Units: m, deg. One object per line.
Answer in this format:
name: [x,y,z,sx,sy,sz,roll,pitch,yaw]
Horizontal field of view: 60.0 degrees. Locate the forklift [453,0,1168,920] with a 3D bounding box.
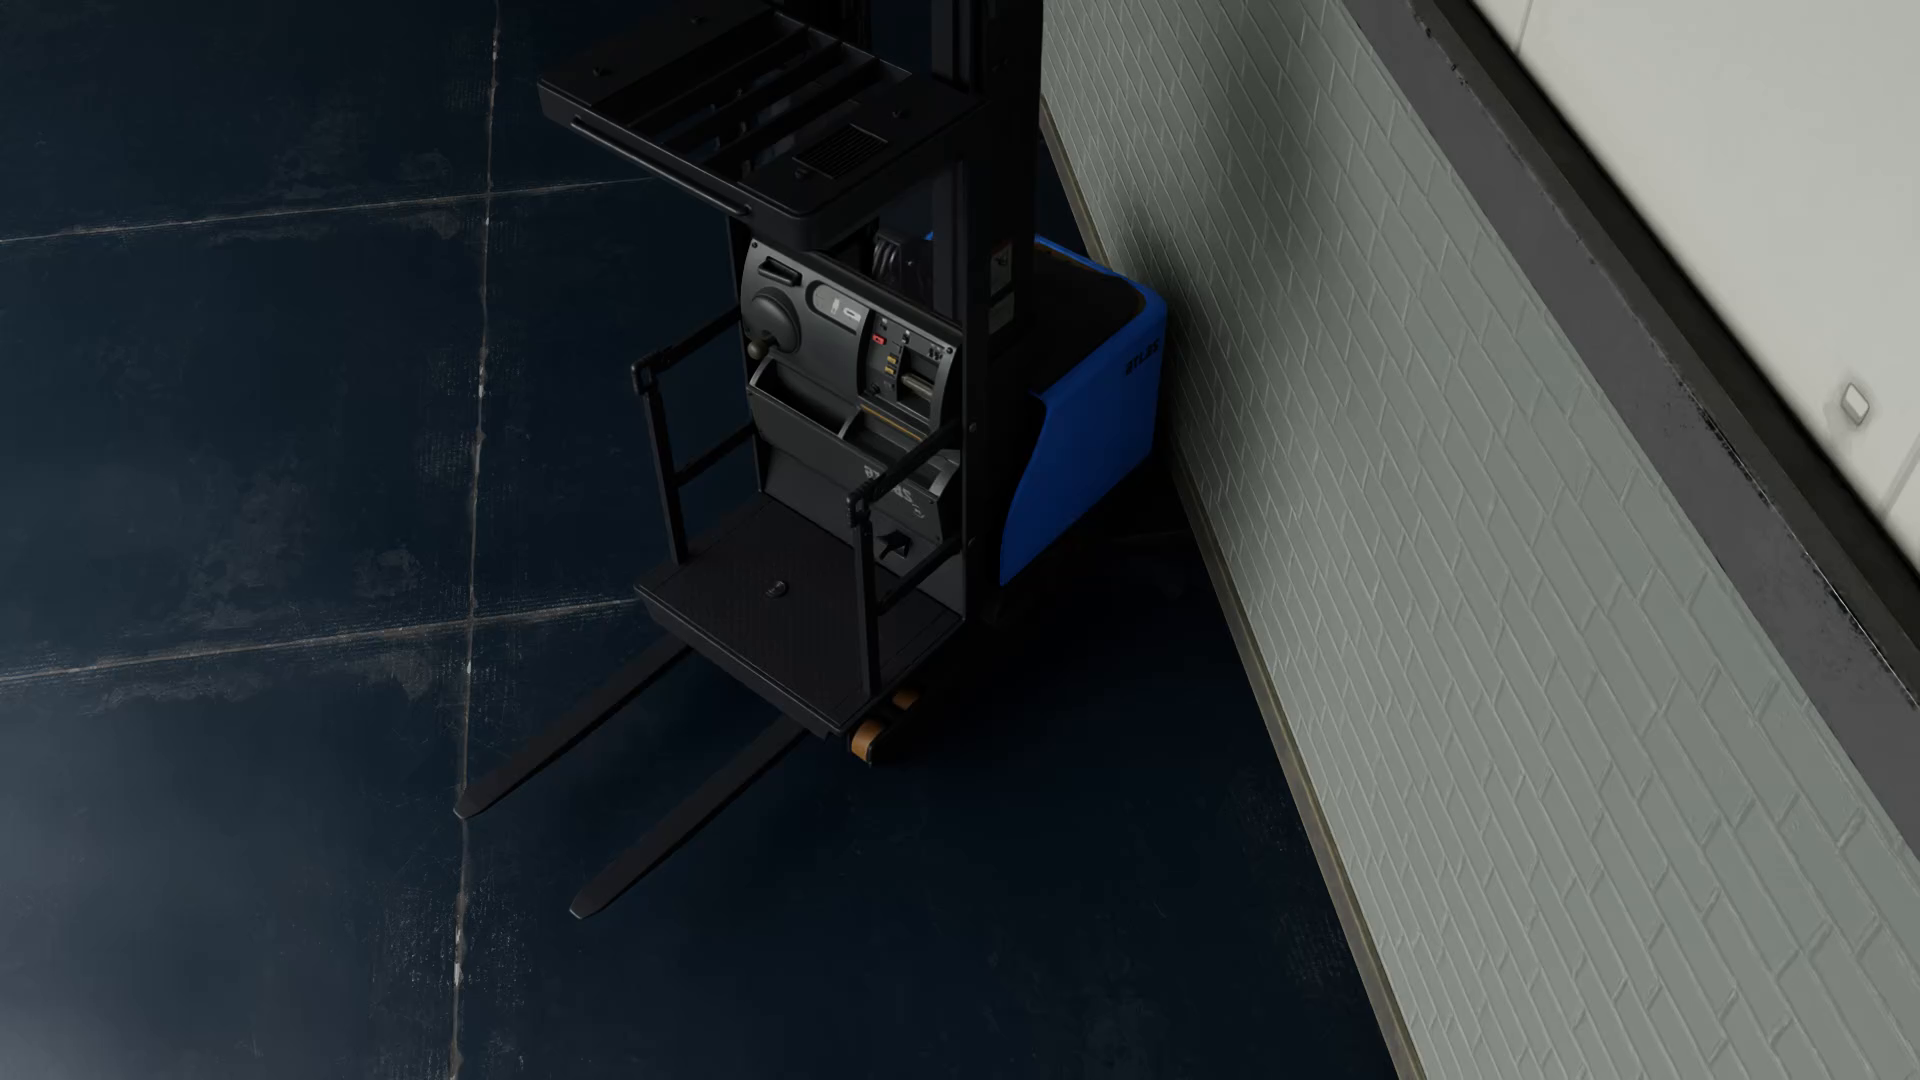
forklift: [-0.521,-0.609,5.494,1.130,2.935,3.031,31,54,27]
